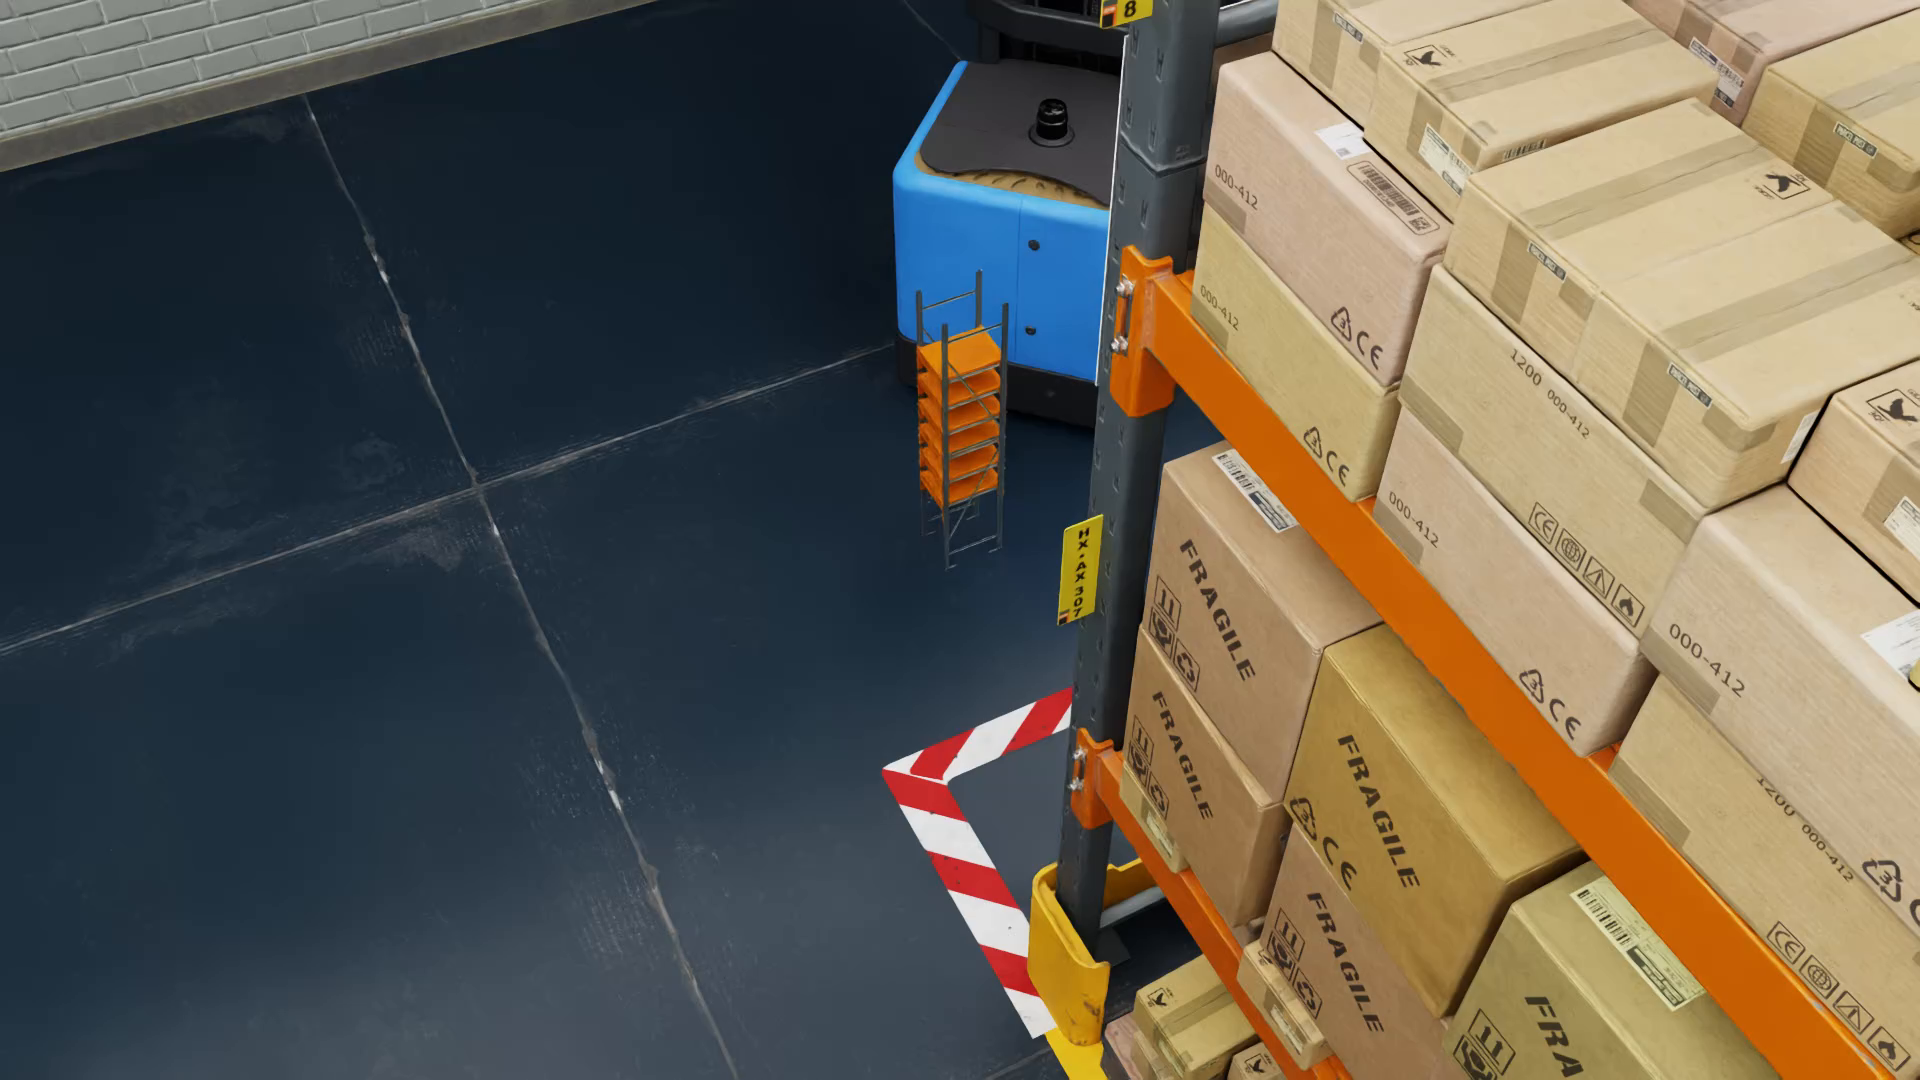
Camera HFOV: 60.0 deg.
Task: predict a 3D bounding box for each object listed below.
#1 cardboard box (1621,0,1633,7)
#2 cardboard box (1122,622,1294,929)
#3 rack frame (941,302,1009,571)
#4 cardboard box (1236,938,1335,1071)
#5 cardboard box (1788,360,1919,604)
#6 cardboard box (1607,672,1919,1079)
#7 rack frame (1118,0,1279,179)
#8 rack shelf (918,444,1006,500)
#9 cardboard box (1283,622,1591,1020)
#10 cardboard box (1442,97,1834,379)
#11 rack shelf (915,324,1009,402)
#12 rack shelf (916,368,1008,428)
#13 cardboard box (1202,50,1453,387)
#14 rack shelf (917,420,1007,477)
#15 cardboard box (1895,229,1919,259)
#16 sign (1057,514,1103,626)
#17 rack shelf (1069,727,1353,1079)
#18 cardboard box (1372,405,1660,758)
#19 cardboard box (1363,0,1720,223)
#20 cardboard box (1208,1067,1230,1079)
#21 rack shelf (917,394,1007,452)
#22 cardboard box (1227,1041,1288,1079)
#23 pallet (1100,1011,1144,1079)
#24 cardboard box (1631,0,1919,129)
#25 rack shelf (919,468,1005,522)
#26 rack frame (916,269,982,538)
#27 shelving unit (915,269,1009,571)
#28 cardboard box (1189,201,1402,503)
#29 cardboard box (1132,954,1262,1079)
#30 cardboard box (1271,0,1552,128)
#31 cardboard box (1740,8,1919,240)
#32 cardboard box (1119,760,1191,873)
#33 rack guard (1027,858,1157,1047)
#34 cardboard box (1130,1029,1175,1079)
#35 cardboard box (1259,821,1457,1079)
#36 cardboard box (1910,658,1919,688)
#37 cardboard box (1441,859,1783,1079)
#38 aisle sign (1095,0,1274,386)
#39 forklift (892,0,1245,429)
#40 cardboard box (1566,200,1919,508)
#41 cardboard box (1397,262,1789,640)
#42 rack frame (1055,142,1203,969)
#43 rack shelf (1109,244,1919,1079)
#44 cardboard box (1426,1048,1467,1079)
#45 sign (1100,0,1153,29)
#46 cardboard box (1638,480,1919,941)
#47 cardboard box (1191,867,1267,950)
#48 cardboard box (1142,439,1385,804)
[{"bbox_3d":[1.160,-0.947,2.595,0.380,0.149,0.250,-22,52,-18],"label":"cardboard box"},{"bbox_3d":[0.706,0.431,3.616,0.500,0.500,0.500,-19,51,-16],"label":"cardboard box"},{"bbox_3d":[0.048,-0.324,5.736,0.240,1.200,0.006,-21,52,-18],"label":"rack frame"},{"bbox_3d":[0.832,0.933,3.608,0.380,0.149,0.250,-23,53,-19],"label":"cardboard box"},{"bbox_3d":[1.174,-0.090,1.846,0.380,0.149,0.250,-20,52,-17],"label":"cardboard box"},{"bbox_3d":[1.209,0.311,2.092,0.500,0.250,0.500,-23,53,-19],"label":"cardboard box"},{"bbox_3d":[0.746,-1.809,1.854,1.000,3.000,0.127,-21,52,-18],"label":"rack frame"},{"bbox_3d":[0.007,-0.277,5.914,0.258,0.103,0.180,-21,52,-18],"label":"rack shelf"},{"bbox_3d":[0.952,0.434,2.950,0.500,0.500,0.500,-20,52,-16],"label":"cardboard box"},{"bbox_3d":[0.852,-0.389,2.107,0.380,0.149,0.250,-21,52,-18],"label":"cardboard box"},{"bbox_3d":[0.007,-0.593,5.552,0.258,0.103,0.180,-21,52,-18],"label":"rack shelf"},{"bbox_3d":[0.007,-0.514,5.643,0.258,0.103,0.180,-21,52,-18],"label":"rack shelf"},{"bbox_3d":[0.721,-0.547,2.510,0.500,0.250,0.500,-20,52,-17],"label":"cardboard box"},{"bbox_3d":[0.007,-0.356,5.823,0.258,0.103,0.180,-21,52,-18],"label":"rack shelf"},{"bbox_3d":[1.418,-0.374,2.359,0.500,0.250,0.500,-22,53,-18],"label":"cardboard box"},{"bbox_3d":[0.264,0.068,3.623,0.100,0.325,0.005,-21,52,-18],"label":"sign"},{"bbox_3d":[1.661,1.742,3.212,1.077,0.370,4.000,-21,52,-18],"label":"rack shelf"},{"bbox_3d":[0.962,-0.030,2.390,0.500,0.250,0.500,-20,52,-16],"label":"cardboard box"},{"bbox_3d":[0.793,-0.596,2.288,0.380,0.149,0.250,-19,52,-16],"label":"cardboard box"},{"bbox_3d":[0.758,1.308,4.531,0.380,0.149,0.250,-19,52,-16],"label":"cardboard box"},{"bbox_3d":[0.007,-0.435,5.733,0.258,0.103,0.180,-21,52,-18],"label":"rack shelf"},{"bbox_3d":[0.917,1.381,4.269,0.380,0.149,0.250,-20,52,-17],"label":"cardboard box"},{"bbox_3d":[1.121,1.691,4.631,1.003,0.211,1.213,-21,52,-18],"label":"pallet"},{"bbox_3d":[1.204,-0.755,2.428,0.380,0.149,0.250,-20,52,-17],"label":"cardboard box"},{"bbox_3d":[0.007,-0.198,6.004,0.258,0.103,0.180,-21,52,-18],"label":"rack shelf"},{"bbox_3d":[-0.035,-0.447,5.843,0.240,1.200,0.006,-21,52,-18],"label":"rack frame"},{"bbox_3d":[0.007,-0.385,5.790,0.258,1.200,0.189,-21,52,-18],"label":"shelving unit"},{"bbox_3d":[0.724,-0.384,2.699,0.500,0.250,0.500,-19,52,-16],"label":"cardboard box"},{"bbox_3d":[0.684,1.238,4.394,0.380,0.149,0.250,-23,53,-19],"label":"cardboard box"},{"bbox_3d":[0.692,-0.773,2.443,0.380,0.149,0.250,-22,52,-18],"label":"cardboard box"},{"bbox_3d":[1.304,-0.576,2.271,0.380,0.149,0.250,-23,53,-19],"label":"cardboard box"},{"bbox_3d":[0.603,0.579,3.918,0.380,0.149,0.250,-22,52,-18],"label":"cardboard box"},{"bbox_3d":[0.781,1.040,5.008,1.175,0.500,0.348,-21,52,-18],"label":"rack guard"},{"bbox_3d":[0.701,1.427,4.624,0.380,0.149,0.250,-20,52,-17],"label":"cardboard box"},{"bbox_3d":[0.974,0.780,3.311,0.500,0.500,0.500,-21,52,-17],"label":"cardboard box"},{"bbox_3d":[1.211,0.119,1.663,0.380,0.149,0.250,-20,52,-16],"label":"cardboard box"},{"bbox_3d":[1.170,0.789,2.638,0.500,0.500,0.500,-22,52,-18],"label":"cardboard box"},{"bbox_3d":[0.446,-0.635,3.086,0.394,0.787,0.004,-21,52,-18],"label":"aisle sign"},{"bbox_3d":[0.688,-2.517,6.504,1.130,2.935,3.031,14,50,12],"label":"forklift"},{"bbox_3d":[0.963,-0.226,1.965,0.380,0.149,0.250,-21,52,-17],"label":"cardboard box"},{"bbox_3d":[0.956,-0.204,2.211,0.500,0.250,0.500,-22,52,-18],"label":"cardboard box"},{"bbox_3d":[0.746,0.166,4.112,1.000,3.000,0.127,-21,52,-18],"label":"rack frame"},{"bbox_3d":[1.661,0.754,2.083,1.077,0.370,4.000,-21,52,-18],"label":"rack shelf"},{"bbox_3d":[1.187,1.113,3.020,0.500,0.500,0.500,-21,52,-17],"label":"cardboard box"},{"bbox_3d":[0.264,-0.922,2.490,0.100,0.325,0.005,-21,52,-18],"label":"sign"},{"bbox_3d":[1.176,0.138,1.911,0.500,0.250,0.500,-21,52,-17],"label":"cardboard box"},{"bbox_3d":[0.756,0.735,3.782,0.380,0.149,0.250,-19,52,-16],"label":"cardboard box"},{"bbox_3d":[0.716,0.098,3.243,0.500,0.500,0.500,-21,52,-18],"label":"cardboard box"}]
